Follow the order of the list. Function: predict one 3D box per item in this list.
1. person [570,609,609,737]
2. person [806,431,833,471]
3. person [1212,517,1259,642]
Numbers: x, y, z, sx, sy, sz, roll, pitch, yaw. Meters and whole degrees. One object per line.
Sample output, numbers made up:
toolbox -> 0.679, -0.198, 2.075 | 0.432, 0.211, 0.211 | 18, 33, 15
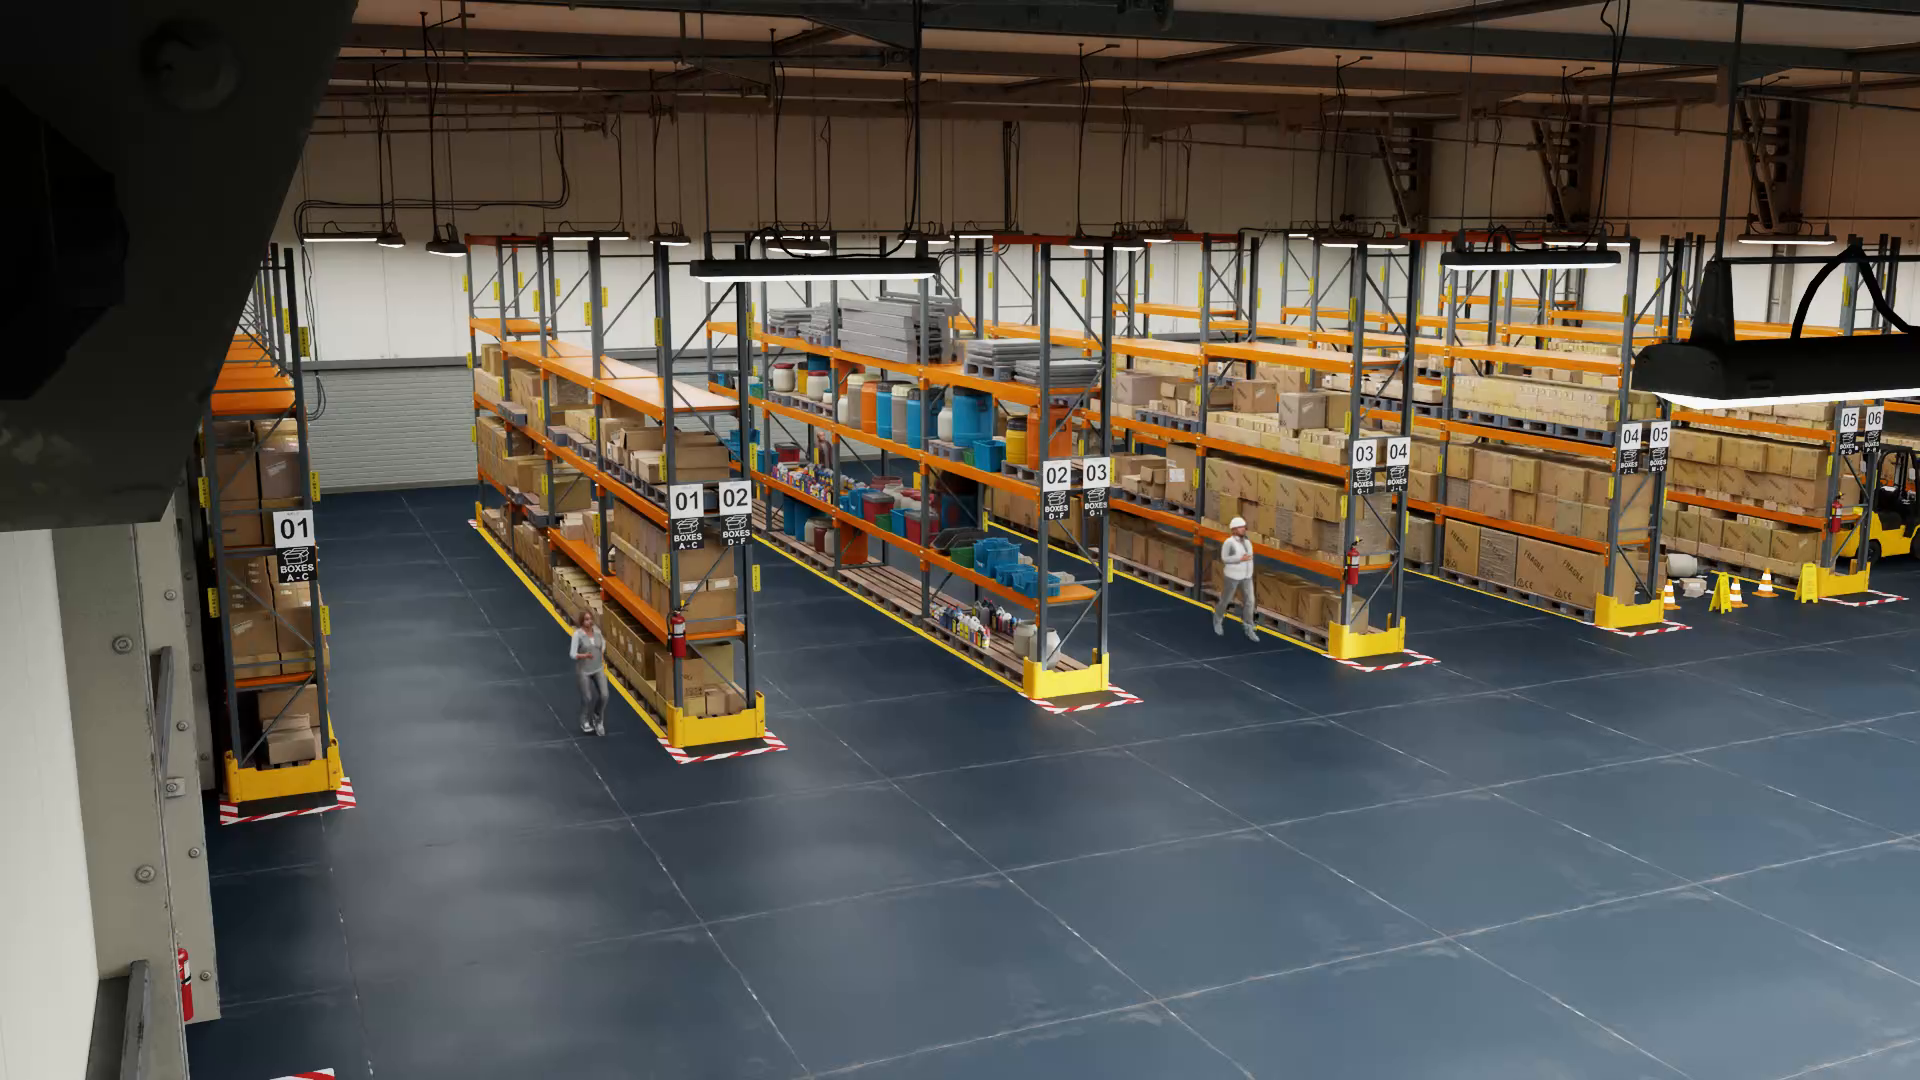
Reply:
person -> -4.528, 1.644, 20.459 | 0.517, 1.601, 0.633 | -7, 13, -31
person -> -3.043, -1.565, 36.731 | 0.738, 1.718, 0.696 | -10, 14, -40
person -> 4.092, 0.553, 24.524 | 0.691, 1.798, 0.881 | -7, 13, -33
